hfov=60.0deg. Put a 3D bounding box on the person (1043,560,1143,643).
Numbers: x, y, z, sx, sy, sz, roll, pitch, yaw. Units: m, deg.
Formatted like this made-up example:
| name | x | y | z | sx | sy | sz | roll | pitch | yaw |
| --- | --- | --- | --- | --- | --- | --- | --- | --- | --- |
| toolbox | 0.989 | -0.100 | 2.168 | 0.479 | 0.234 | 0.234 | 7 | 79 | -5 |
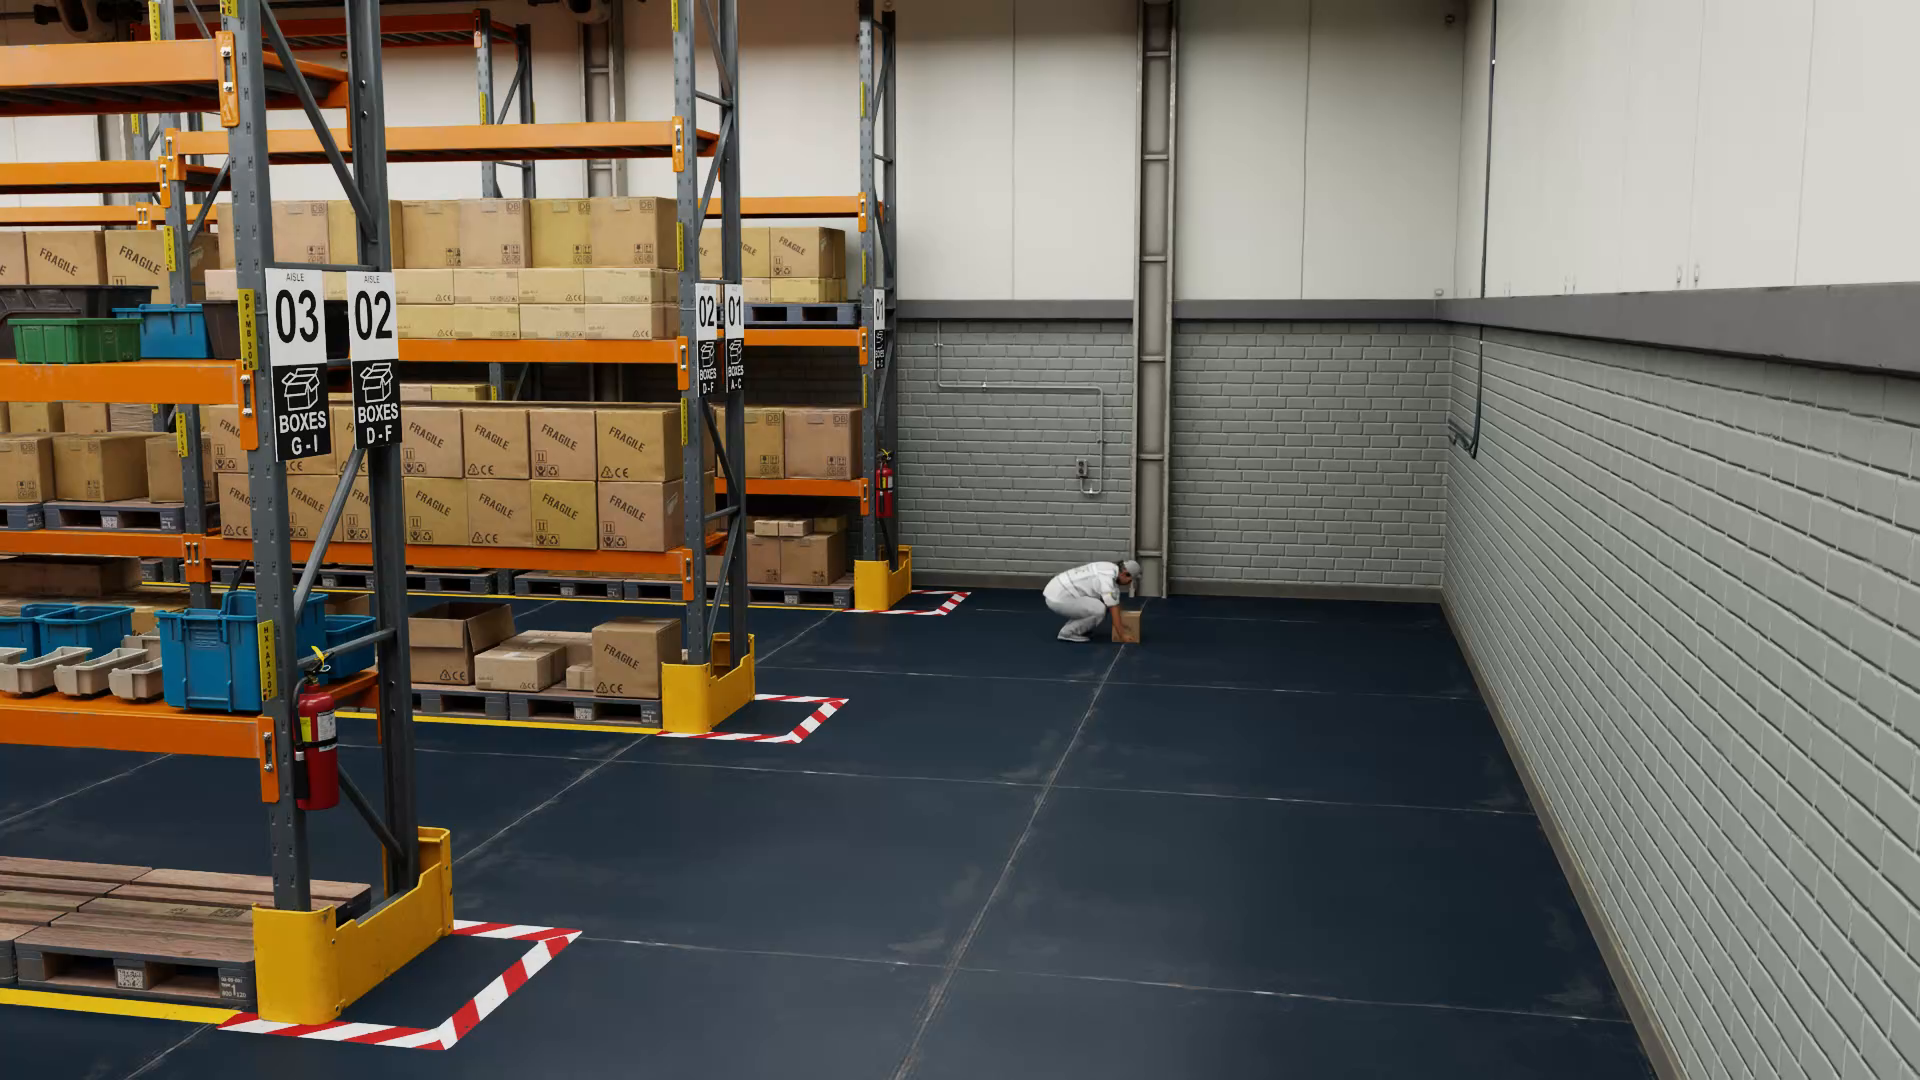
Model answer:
| name | x | y | z | sx | sy | sz | roll | pitch | yaw |
| --- | --- | --- | --- | --- | --- | --- | --- | --- | --- |
| person | 1.218 | 0.581 | 15.273 | 0.899 | 0.816 | 0.526 | 2 | 8 | 11 |
